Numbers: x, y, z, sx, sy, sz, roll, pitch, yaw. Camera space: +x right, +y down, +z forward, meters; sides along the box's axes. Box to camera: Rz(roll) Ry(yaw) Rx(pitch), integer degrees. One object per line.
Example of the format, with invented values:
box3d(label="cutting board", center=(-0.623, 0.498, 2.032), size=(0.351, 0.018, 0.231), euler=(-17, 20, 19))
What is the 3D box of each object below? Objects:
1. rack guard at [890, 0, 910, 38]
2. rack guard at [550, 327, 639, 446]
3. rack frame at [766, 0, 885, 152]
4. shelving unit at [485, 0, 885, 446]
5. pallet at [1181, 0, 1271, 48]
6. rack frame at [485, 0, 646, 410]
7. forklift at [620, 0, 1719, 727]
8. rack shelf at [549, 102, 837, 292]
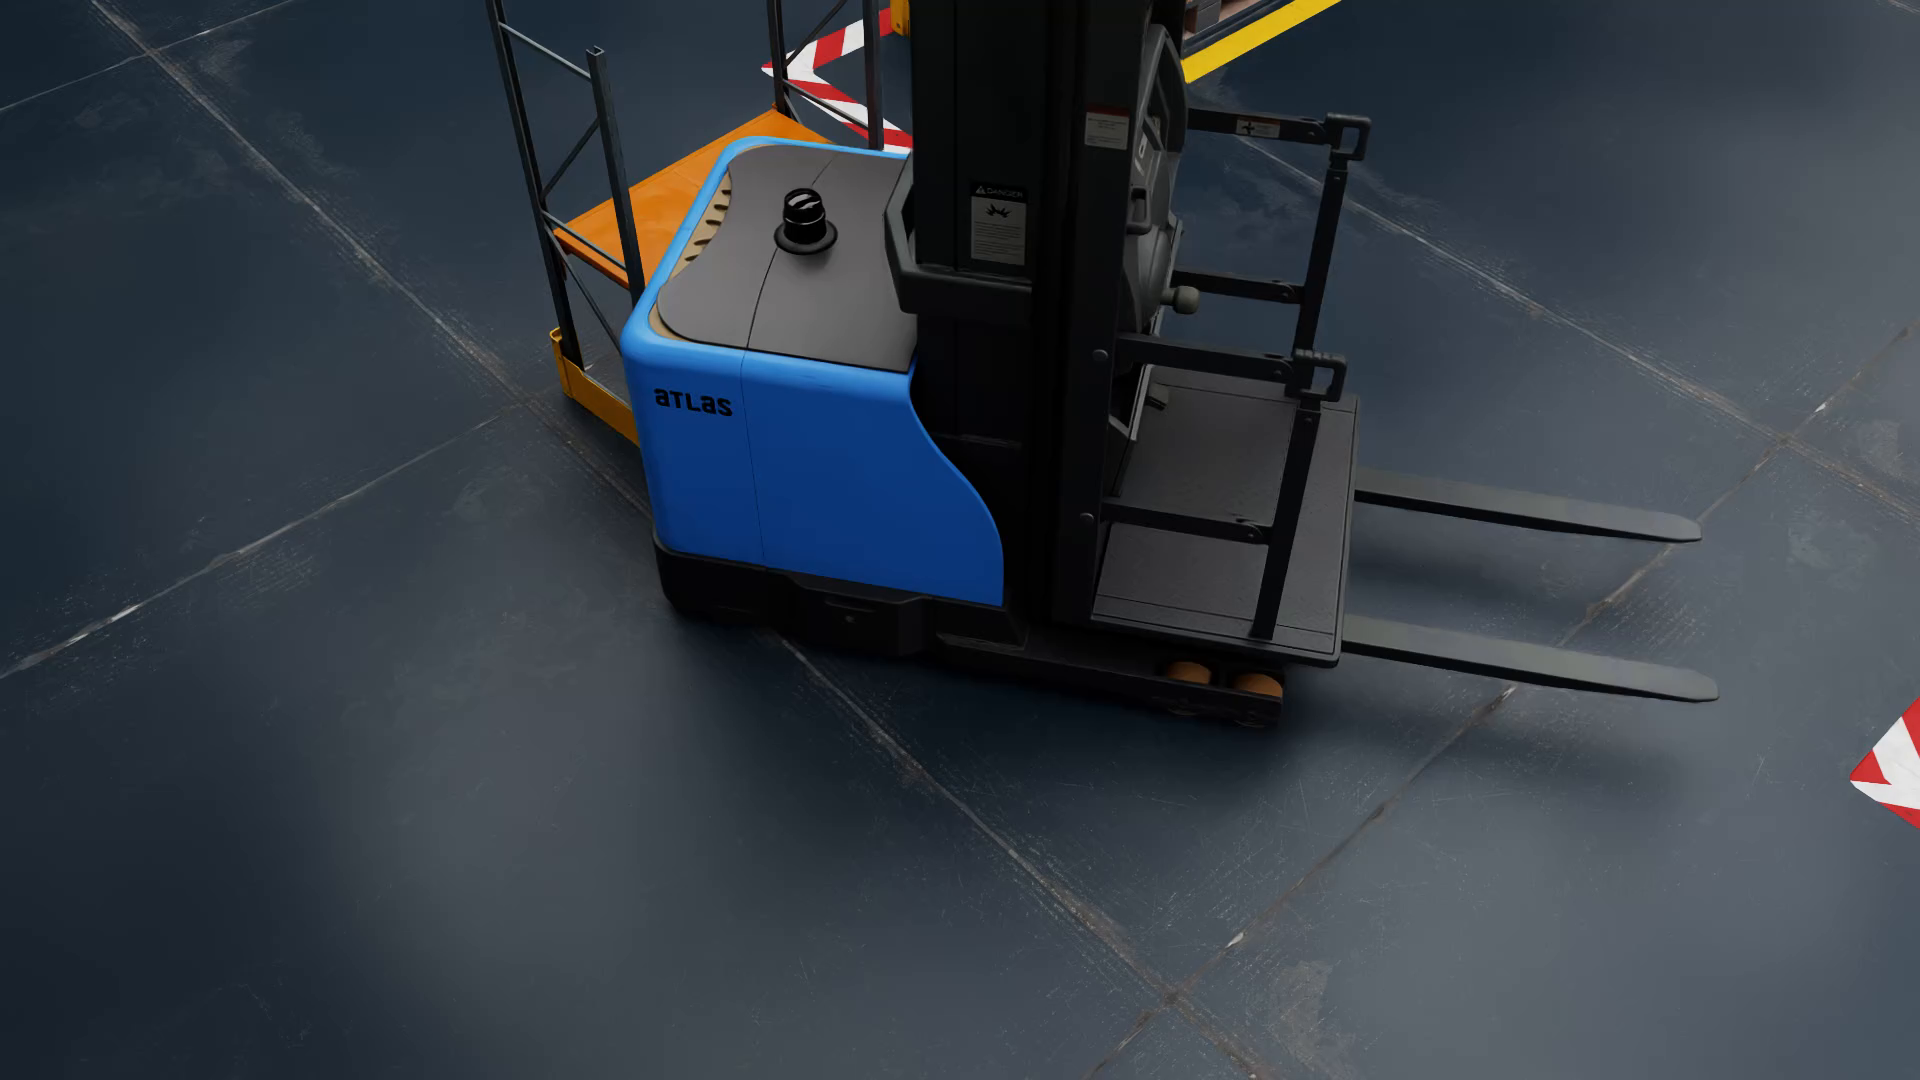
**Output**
box3d(label="rack guard", center=(0.188, -2.212, 6.951), size=(0.348, 0.500, 1.175), euler=(-34, 56, -27))
box3d(label="rack guard", center=(-1.133, -0.479, 5.522), size=(0.587, 0.250, 0.087), euler=(34, 56, 27))
box3d(label="rack frame", center=(-0.443, -1.450, 5.567), size=(0.500, 1.500, 0.032), euler=(34, 56, 27))
box3d(label="shelving unit", center=(-0.795, -1.171, 5.310), size=(0.587, 1.500, 1.083), euler=(34, 56, 27))
box3d(label="pallet", center=(0.745, -2.564, 7.472), size=(1.213, 0.211, 1.003), euler=(-34, 56, -27))
box3d(label="rack frame", center=(-1.134, -0.902, 5.062), size=(0.500, 1.500, 0.032), euler=(34, 56, 27))
box3d(label="forklift", center=(0.671, -0.890, 4.077), size=(3.031, 2.935, 1.130), euler=(9, 48, 9))
box3d(label="rack shelf", center=(-0.789, -1.054, 5.447), size=(0.538, 0.185, 1.000), euler=(34, 56, 27))
